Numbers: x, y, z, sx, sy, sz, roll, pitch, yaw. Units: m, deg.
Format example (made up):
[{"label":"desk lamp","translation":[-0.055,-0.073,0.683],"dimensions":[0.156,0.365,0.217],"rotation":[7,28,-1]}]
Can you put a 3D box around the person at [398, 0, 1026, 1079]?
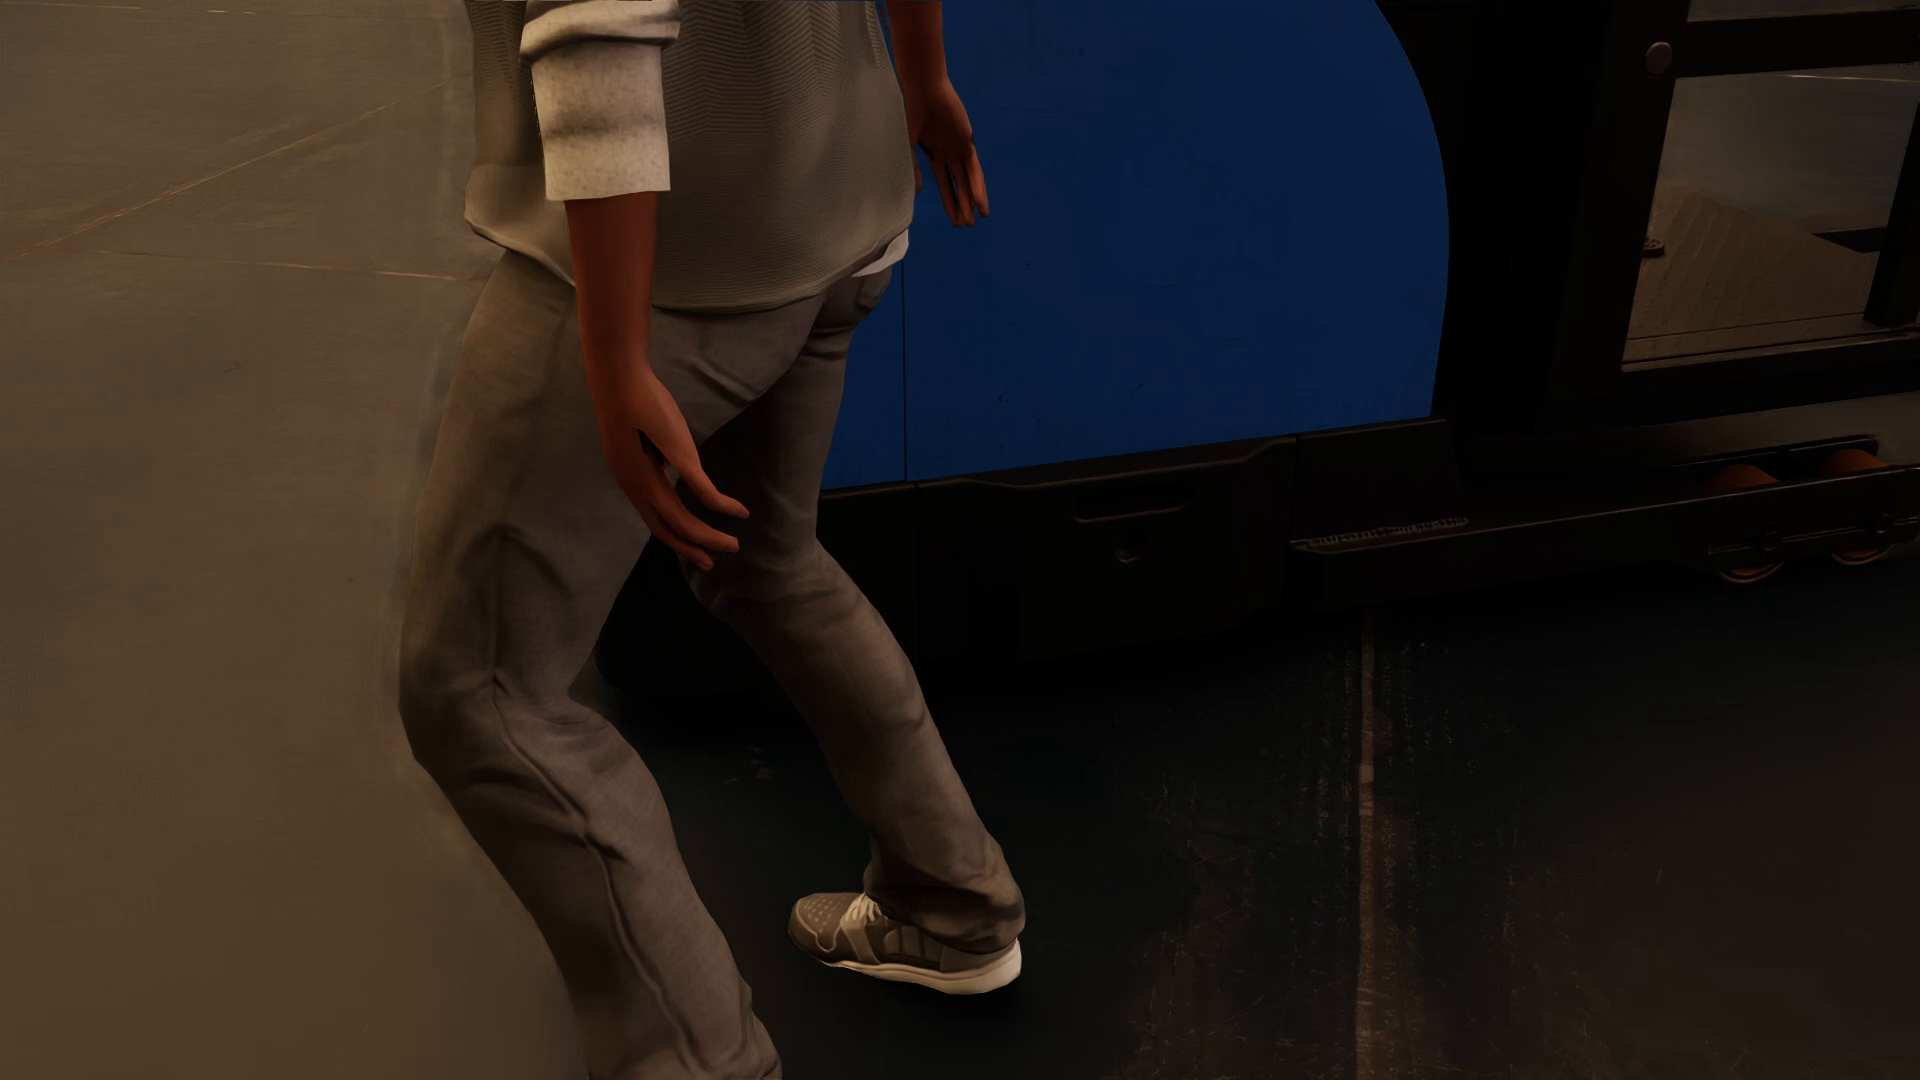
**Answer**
[{"label":"person","translation":[-0.169,-0.209,1.247],"dimensions":[0.407,1.554,0.730],"rotation":[10,29,19]}]

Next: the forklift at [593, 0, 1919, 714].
[{"label":"forklift","translation":[0.887,-1.466,2.152],"dimensions":[3.031,2.935,1.130],"rotation":[-8,28,-15]}]
